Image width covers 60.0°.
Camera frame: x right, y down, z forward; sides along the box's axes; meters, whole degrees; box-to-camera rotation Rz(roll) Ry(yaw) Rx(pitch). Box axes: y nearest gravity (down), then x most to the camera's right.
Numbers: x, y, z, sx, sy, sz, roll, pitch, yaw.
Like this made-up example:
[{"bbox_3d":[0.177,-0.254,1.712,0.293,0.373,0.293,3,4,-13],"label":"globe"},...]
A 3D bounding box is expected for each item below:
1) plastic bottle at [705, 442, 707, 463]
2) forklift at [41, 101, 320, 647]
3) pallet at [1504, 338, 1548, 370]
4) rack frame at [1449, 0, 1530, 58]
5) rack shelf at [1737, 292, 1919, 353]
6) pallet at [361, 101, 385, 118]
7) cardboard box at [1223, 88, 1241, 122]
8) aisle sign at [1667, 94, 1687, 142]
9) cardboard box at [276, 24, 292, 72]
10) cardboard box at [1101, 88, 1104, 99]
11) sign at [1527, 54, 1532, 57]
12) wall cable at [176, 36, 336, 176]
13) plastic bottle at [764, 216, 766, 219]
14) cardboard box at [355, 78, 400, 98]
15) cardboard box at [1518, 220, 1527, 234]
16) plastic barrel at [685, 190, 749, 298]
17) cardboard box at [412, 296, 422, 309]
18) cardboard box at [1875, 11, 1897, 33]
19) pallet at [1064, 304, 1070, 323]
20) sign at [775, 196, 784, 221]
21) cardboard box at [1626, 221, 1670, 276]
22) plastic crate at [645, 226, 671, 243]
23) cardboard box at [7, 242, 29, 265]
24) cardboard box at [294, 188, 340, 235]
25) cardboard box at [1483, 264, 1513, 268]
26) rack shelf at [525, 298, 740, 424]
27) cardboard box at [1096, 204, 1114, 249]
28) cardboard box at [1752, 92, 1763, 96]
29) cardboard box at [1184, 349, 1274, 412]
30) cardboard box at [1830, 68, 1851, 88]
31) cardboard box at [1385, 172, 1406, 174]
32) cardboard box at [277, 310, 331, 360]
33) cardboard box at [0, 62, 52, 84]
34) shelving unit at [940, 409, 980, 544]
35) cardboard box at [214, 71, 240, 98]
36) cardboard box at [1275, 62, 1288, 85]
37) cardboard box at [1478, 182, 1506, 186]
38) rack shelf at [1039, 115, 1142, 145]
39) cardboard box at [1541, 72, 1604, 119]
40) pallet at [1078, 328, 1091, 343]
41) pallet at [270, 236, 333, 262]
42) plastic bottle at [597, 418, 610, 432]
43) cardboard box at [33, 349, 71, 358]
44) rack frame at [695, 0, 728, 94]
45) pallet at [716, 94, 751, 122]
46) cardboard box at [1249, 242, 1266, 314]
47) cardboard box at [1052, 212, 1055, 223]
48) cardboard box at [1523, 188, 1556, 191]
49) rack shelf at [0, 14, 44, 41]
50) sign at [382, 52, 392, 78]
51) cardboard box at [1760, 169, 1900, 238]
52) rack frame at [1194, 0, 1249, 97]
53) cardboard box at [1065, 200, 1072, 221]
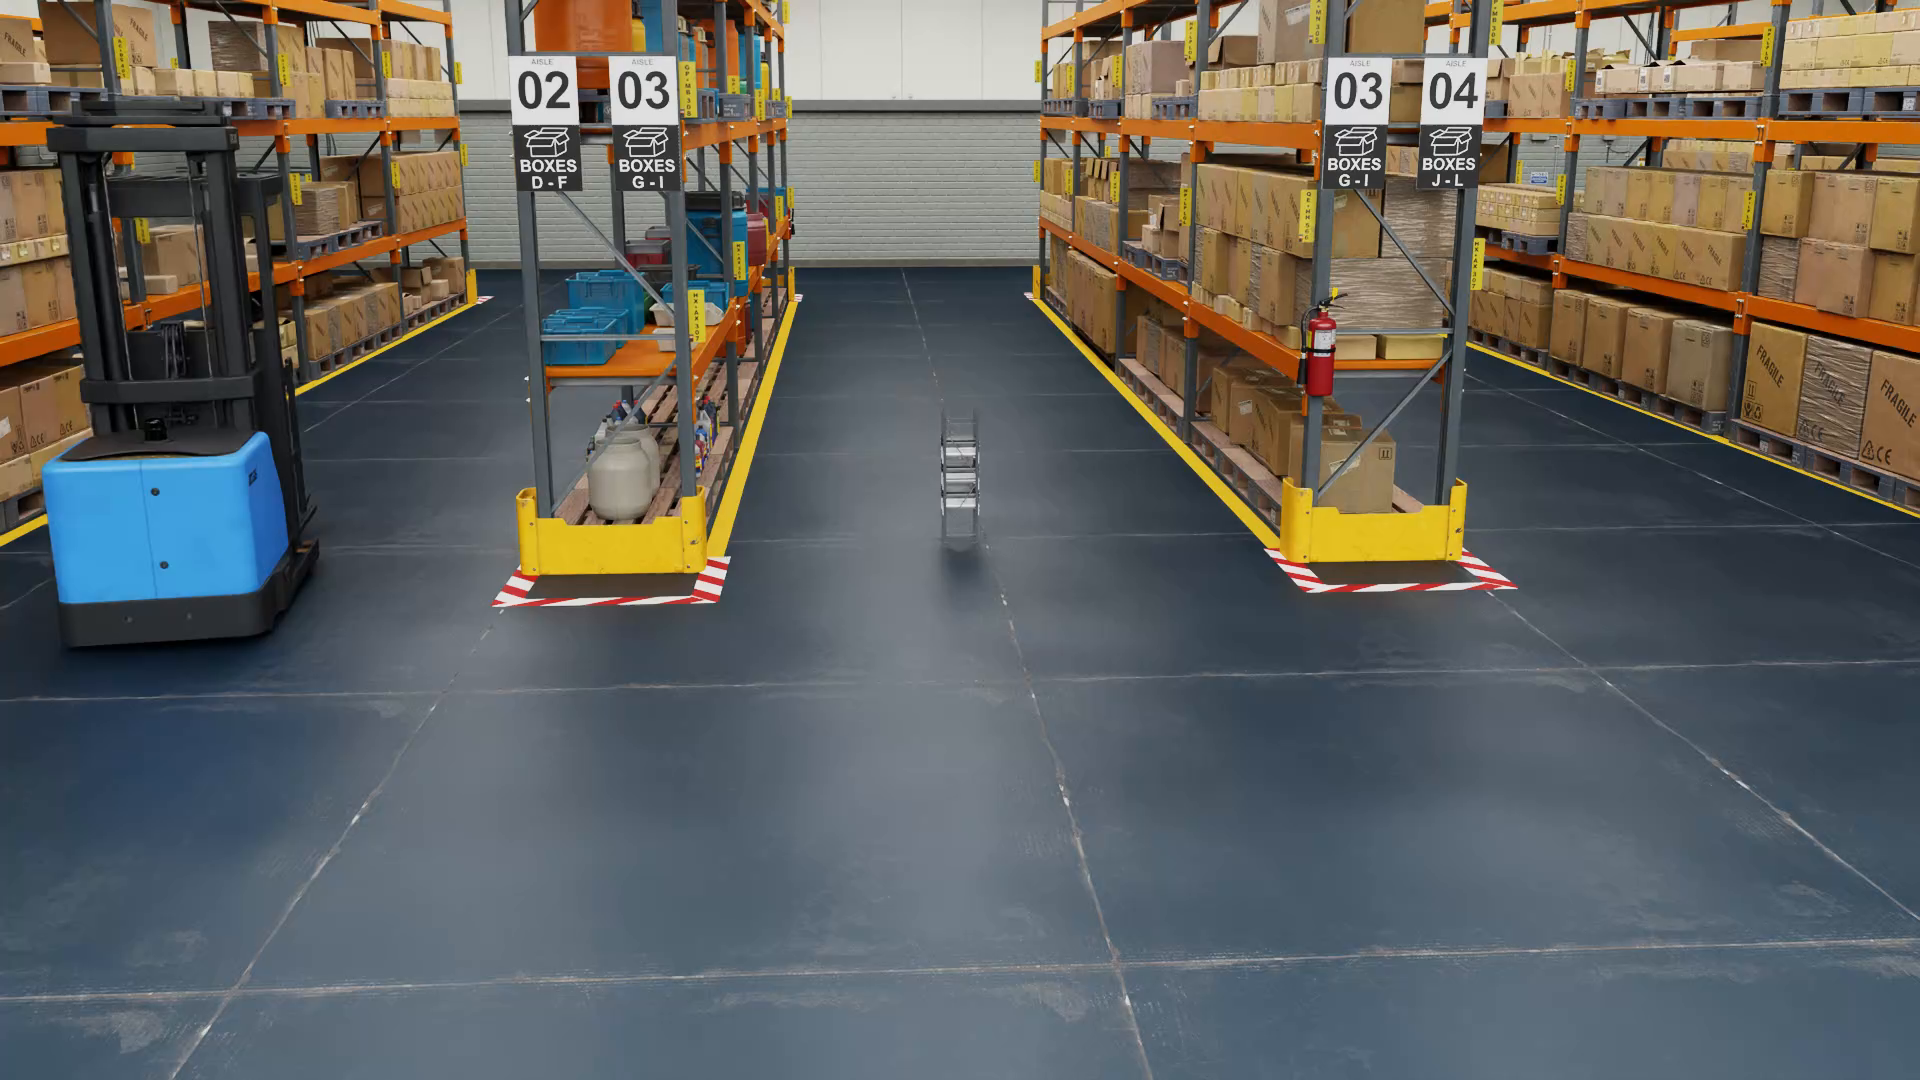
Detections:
[{"bbox_3d":[-2.028,-0.706,12.984,0.097,0.201,0.097,0,14,0],"label":"plastic bottle"},{"bbox_3d":[-4.688,-1.164,10.167,1.130,2.935,3.031,-3,15,-12],"label":"forklift"},{"bbox_3d":[7.164,-2.219,19.728,1.003,0.211,1.213,-1,14,-3],"label":"pallet"},{"bbox_3d":[6.963,-7.275,21.744,1.000,3.000,0.127,-1,14,-3],"label":"rack frame"},{"bbox_3d":[7.583,-1.535,12.915,1.077,0.370,4.000,-1,14,-3],"label":"rack shelf"},{"bbox_3d":[-7.911,-5.365,20.716,1.213,0.211,1.003,-1,14,-3],"label":"pallet"},{"bbox_3d":[2.332,-3.338,12.761,0.500,0.250,0.500,-1,15,-6],"label":"cardboard box"},{"bbox_3d":[11.356,-6.739,26.480,0.394,0.787,0.004,-1,14,-3],"label":"aisle sign"},{"bbox_3d":[-7.686,-5.393,18.238,0.500,0.500,0.500,-1,14,-3],"label":"cardboard box"},{"bbox_3d":[1.949,-5.480,20.448,0.380,0.149,0.250,-1,15,-6],"label":"cardboard box"},{"bbox_3d":[7.517,-6.273,22.041,0.100,0.325,0.005,-1,14,-3],"label":"sign"},{"bbox_3d":[-13.067,-7.898,30.394,3.097,2.526,0.112,-1,14,-3],"label":"wall cable"},{"bbox_3d":[-2.590,-4.089,21.648,0.152,0.276,0.135,-1,14,-3],"label":"plastic bottle"},{"bbox_3d":[-7.663,-5.914,21.768,0.500,0.250,0.500,-1,14,-3],"label":"cardboard box"},{"bbox_3d":[6.708,-3.634,19.293,0.380,0.149,0.250,-1,14,-4],"label":"cardboard box"},{"bbox_3d":[-2.163,-2.596,14.590,0.600,0.901,0.708,-1,14,-3],"label":"plastic barrel"},{"bbox_3d":[-7.755,-3.330,23.253,0.380,0.166,0.250,-1,14,-3],"label":"cardboard box"},{"bbox_3d":[7.222,-3.937,12.649,0.380,0.149,0.250,-1,14,-4],"label":"cardboard box"},{"bbox_3d":[2.037,-3.158,23.378,1.003,0.211,1.213,-1,14,-3],"label":"pallet"},{"bbox_3d":[-2.388,-4.384,21.991,0.100,0.325,0.005,-1,14,-3],"label":"sign"},{"bbox_3d":[7.063,-2.932,16.702,0.500,0.500,0.500,-1,14,-4],"label":"cardboard box"},{"bbox_3d":[-2.894,-2.872,16.539,0.402,0.464,0.583,-1,14,-3],"label":"plastic crate"},{"bbox_3d":[-7.058,-2.093,12.140,0.380,0.149,0.250,0,14,-2],"label":"cardboard box"},{"bbox_3d":[-7.651,-3.809,19.267,0.700,0.500,0.500,2,15,7],"label":"cardboard box"},{"bbox_3d":[6.781,-3.406,21.412,0.500,0.250,0.500,0,14,-2],"label":"cardboard box"},{"bbox_3d":[-2.317,-1.407,12.418,1.077,0.370,4.000,-1,14,-3],"label":"rack shelf"},{"bbox_3d":[1.916,-3.744,19.859,0.500,0.500,0.500,-1,14,-5],"label":"cardboard box"},{"bbox_3d":[11.782,-6.561,23.736,0.797,0.503,0.637,0,14,1],"label":"cardboard box"},{"bbox_3d":[2.486,-1.485,15.410,0.700,0.500,0.500,-2,15,-8],"label":"cardboard box"},{"bbox_3d":[7.189,-3.679,13.245,0.380,0.149,0.250,-1,14,-4],"label":"cardboard box"},{"bbox_3d":[2.931,-2.401,12.033,0.500,0.500,0.500,-1,14,-3],"label":"cardboard box"},{"bbox_3d":[-7.376,-2.292,18.548,0.500,0.500,0.500,0,14,-1],"label":"cardboard box"},{"bbox_3d":[-7.038,-3.483,12.406,0.380,0.149,0.250,-1,14,-3],"label":"cardboard box"},{"bbox_3d":[0.000,-0.438,11.422,0.258,0.900,0.210,-1,14,-3],"label":"shelving unit"},{"bbox_3d":[-7.498,-4.513,16.486,0.500,0.250,0.500,0,14,-2],"label":"cardboard box"},{"bbox_3d":[2.357,-3.167,11.295,0.380,0.149,0.250,-1,14,-3],"label":"cardboard box"},{"bbox_3d":[7.184,-4.690,22.935,0.500,0.500,0.500,-1,14,-4],"label":"cardboard box"},{"bbox_3d":[1.883,-5.920,23.940,1.077,0.370,4.000,-1,14,-3],"label":"rack shelf"},{"bbox_3d":[6.922,-5.014,18.775,0.500,0.500,0.500,-1,14,-3],"label":"cardboard box"},{"bbox_3d":[2.129,-2.777,21.897,1.003,0.211,1.213,-1,14,-3],"label":"pallet"},{"bbox_3d":[-7.745,-3.246,18.509,1.213,0.211,1.003,-1,14,-3],"label":"pallet"},{"bbox_3d":[-2.756,-0.777,12.958,0.144,0.351,0.185,0,14,-1],"label":"plastic bottle"},{"bbox_3d":[-7.669,-1.292,13.698,0.500,0.500,0.500,-1,14,-3],"label":"cardboard box"},{"bbox_3d":[-2.441,-5.158,13.514,1.000,3.000,0.127,-1,14,-3],"label":"rack frame"},{"bbox_3d":[-2.299,-3.436,13.219,1.213,0.211,1.003,-1,14,-3],"label":"pallet"},{"bbox_3d":[2.605,-1.911,12.138,0.875,0.500,0.500,-1,14,-3],"label":"cardboard box"},{"bbox_3d":[1.548,-4.716,24.339,0.380,0.149,0.250,-1,14,-5],"label":"cardboard box"},{"bbox_3d":[7.263,-4.319,20.760,0.380,0.149,0.250,-2,15,-6],"label":"cardboard box"},{"bbox_3d":[-12.949,-6.950,22.725,1.077,0.370,4.000,-1,14,-3],"label":"rack shelf"},{"bbox_3d":[-7.327,-6.070,21.250,0.100,0.325,0.005,-1,14,-3],"label":"sign"},{"bbox_3d":[7.447,-2.884,14.246,0.875,0.550,0.550,-1,14,-3],"label":"cardboard box"},{"bbox_3d":[2.502,-5.234,13.811,1.000,3.000,0.127,-1,14,-3],"label":"rack frame"},{"bbox_3d":[1.717,-4.496,22.684,0.500,0.250,0.500,-1,14,-4],"label":"cardboard box"}]
